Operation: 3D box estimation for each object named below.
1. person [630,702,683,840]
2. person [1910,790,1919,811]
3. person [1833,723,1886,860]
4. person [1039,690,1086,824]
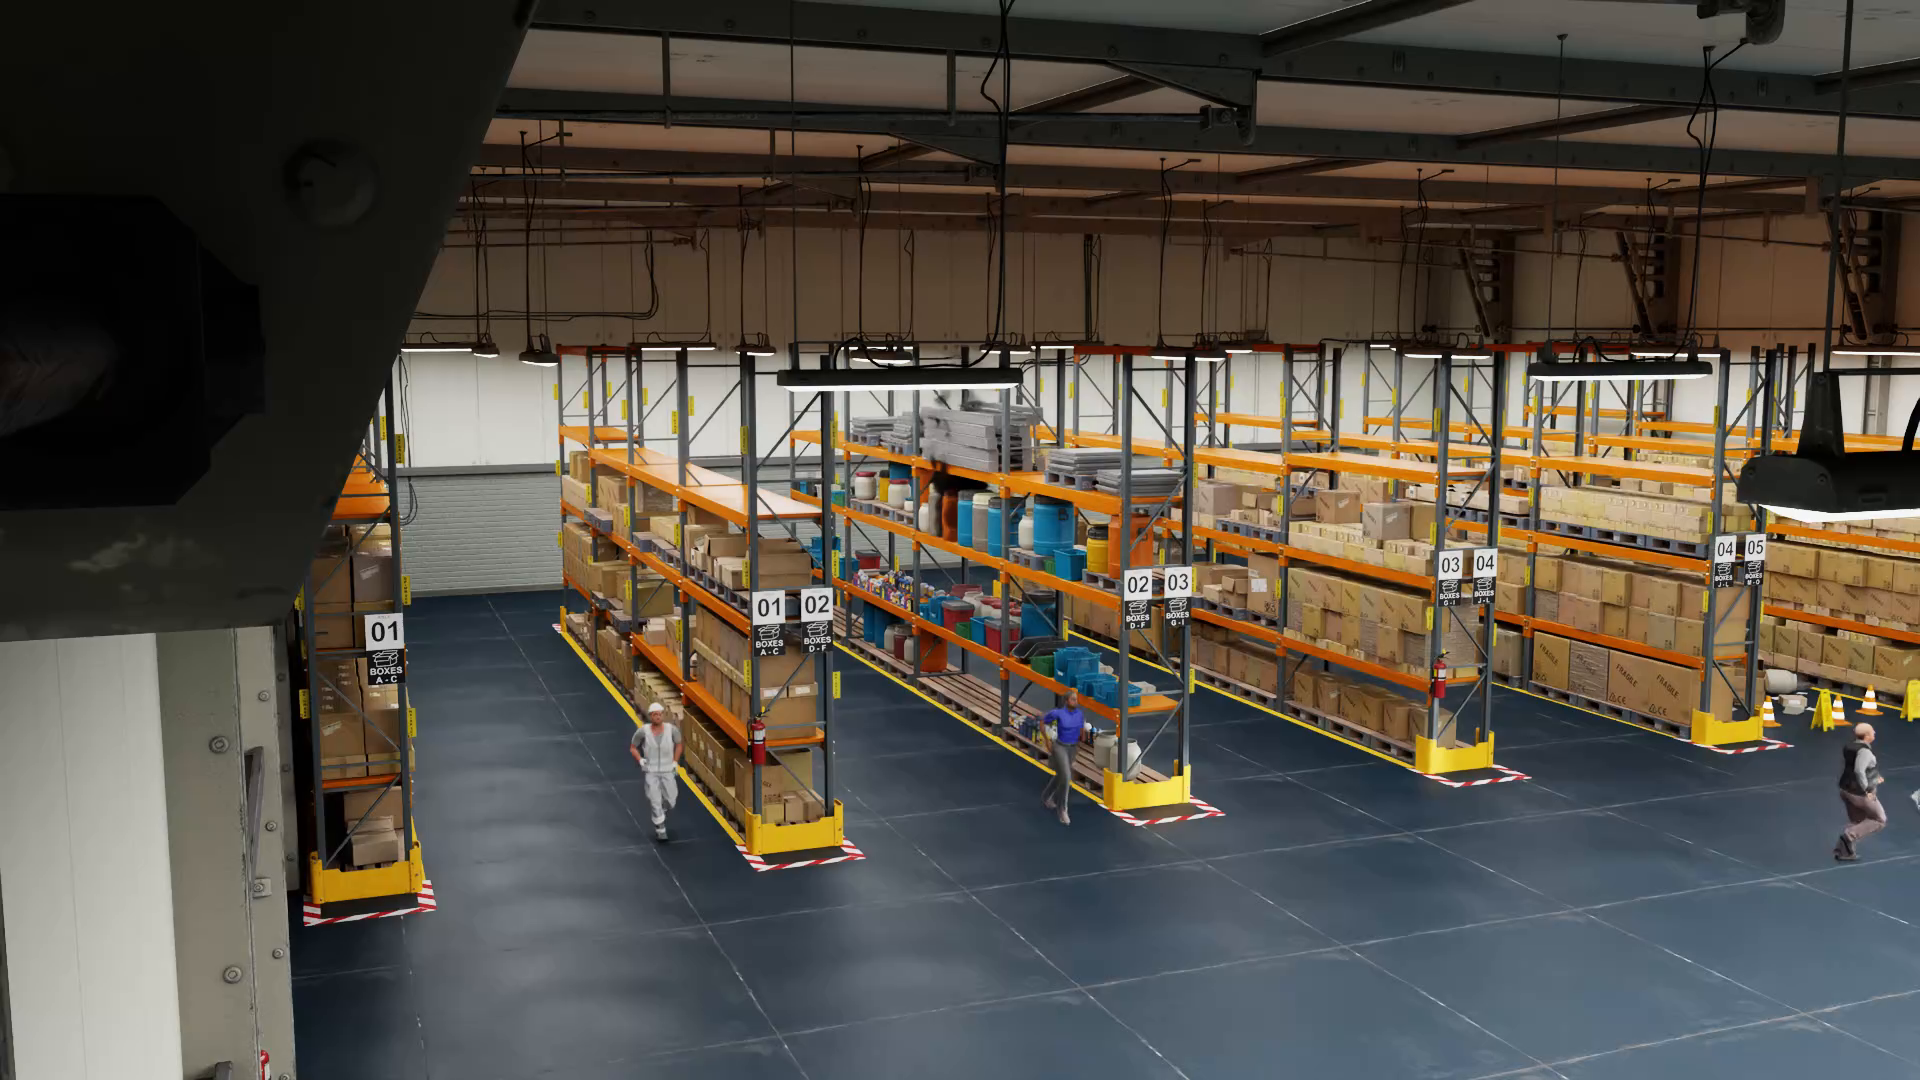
[{"bbox_3d":[-3.747,2.865,20.608,0.660,1.746,0.618,-2,8,-17],"label":"person"},{"bbox_3d":[12.490,2.818,21.036,0.728,1.749,0.661,2,8,19],"label":"person"},{"bbox_3d":[10.744,3.000,19.804,0.591,1.663,0.603,0,7,-1],"label":"person"},{"bbox_3d":[1.358,2.786,21.699,0.585,1.700,0.775,-5,9,-37],"label":"person"}]
